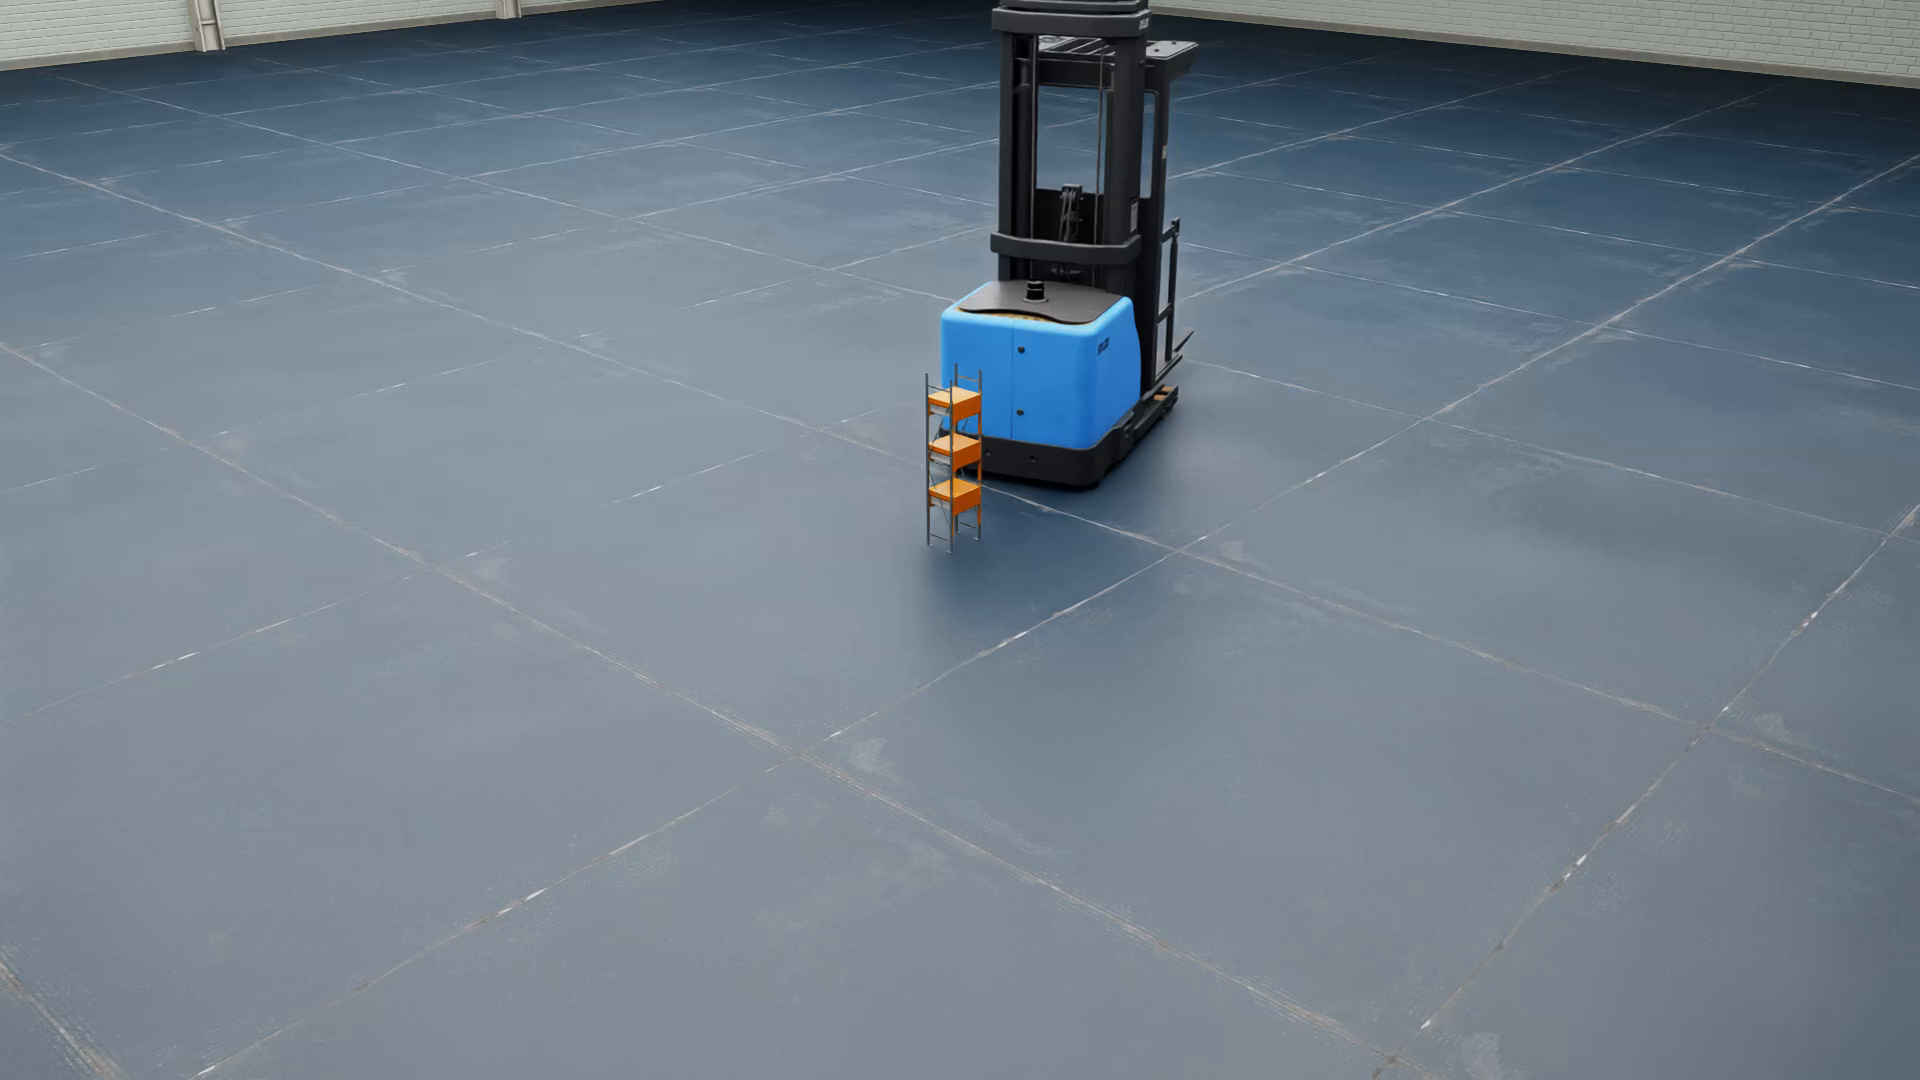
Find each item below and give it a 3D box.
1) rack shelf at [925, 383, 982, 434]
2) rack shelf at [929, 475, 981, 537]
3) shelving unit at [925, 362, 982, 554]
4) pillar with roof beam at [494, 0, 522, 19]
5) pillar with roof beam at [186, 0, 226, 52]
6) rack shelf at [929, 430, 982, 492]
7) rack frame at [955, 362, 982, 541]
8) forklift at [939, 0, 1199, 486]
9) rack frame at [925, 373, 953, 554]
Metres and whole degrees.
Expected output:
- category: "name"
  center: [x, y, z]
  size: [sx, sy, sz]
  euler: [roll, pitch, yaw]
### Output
- category: "rack shelf"
  center: [-0.036, -0.712, 9.387]
  size: [0.215, 0.259, 0.240]
  euler: [20, 31, 38]
- category: "rack shelf"
  center: [-0.036, -0.199, 9.617]
  size: [0.215, 0.259, 0.240]
  euler: [20, 31, 38]
- category: "shelving unit"
  center: [-0.036, -0.463, 9.499]
  size: [0.215, 1.050, 0.252]
  euler: [20, 31, 38]
- category: "pillar with roof beam"
  center: [-5.634, -13.161, 28.105]
  size: [9.100, 9.000, 0.400]
  euler: [20, 31, 38]
- category: "pillar with roof beam"
  center: [-9.639, -11.333, 24.028]
  size: [9.100, 9.000, 0.400]
  euler: [20, 31, 38]
- category: "rack shelf"
  center: [-0.036, -0.453, 9.503]
  size: [0.215, 0.259, 0.240]
  euler: [20, 31, 38]
- category: "rack frame"
  center: [0.046, -0.500, 9.582]
  size: [0.200, 1.050, 0.008]
  euler: [20, 31, 38]
- category: "forklift"
  center: [0.905, -2.249, 11.184]
  size: [1.130, 2.935, 3.031]
  euler: [10, 26, 21]
- category: "rack frame"
  center: [-0.117, -0.426, 9.416]
  size: [0.200, 1.050, 0.008]
  euler: [20, 31, 38]
